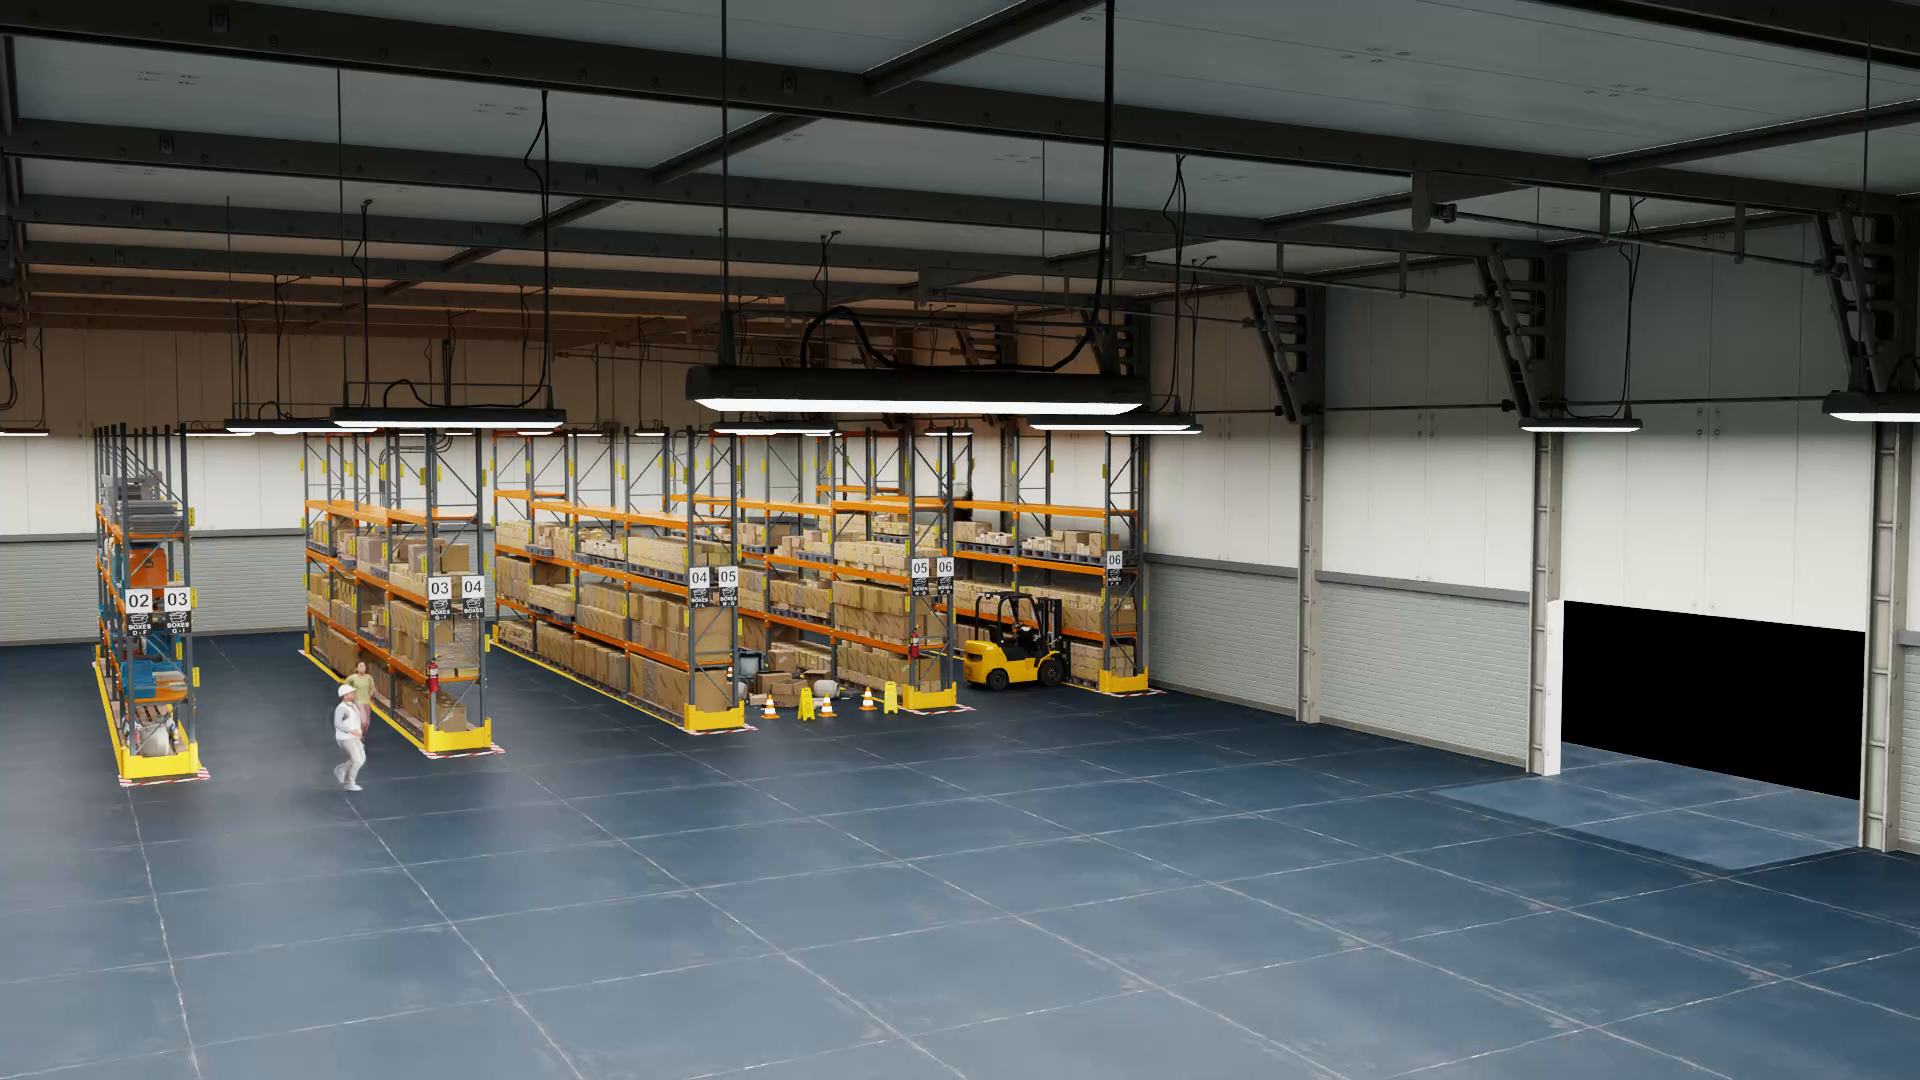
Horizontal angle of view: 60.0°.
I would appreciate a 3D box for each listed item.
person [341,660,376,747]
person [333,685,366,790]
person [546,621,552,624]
[{"bbox_3d":[-11.035,3.033,30.669,0.596,1.631,0.561,3,5,44],"label":"person"},{"bbox_3d":[-9.996,3.233,27.145,0.583,1.754,0.683,0,3,0],"label":"person"},{"bbox_3d":[-11.876,1.865,48.984,0.981,1.814,0.680,-1,4,-21],"label":"person"}]
